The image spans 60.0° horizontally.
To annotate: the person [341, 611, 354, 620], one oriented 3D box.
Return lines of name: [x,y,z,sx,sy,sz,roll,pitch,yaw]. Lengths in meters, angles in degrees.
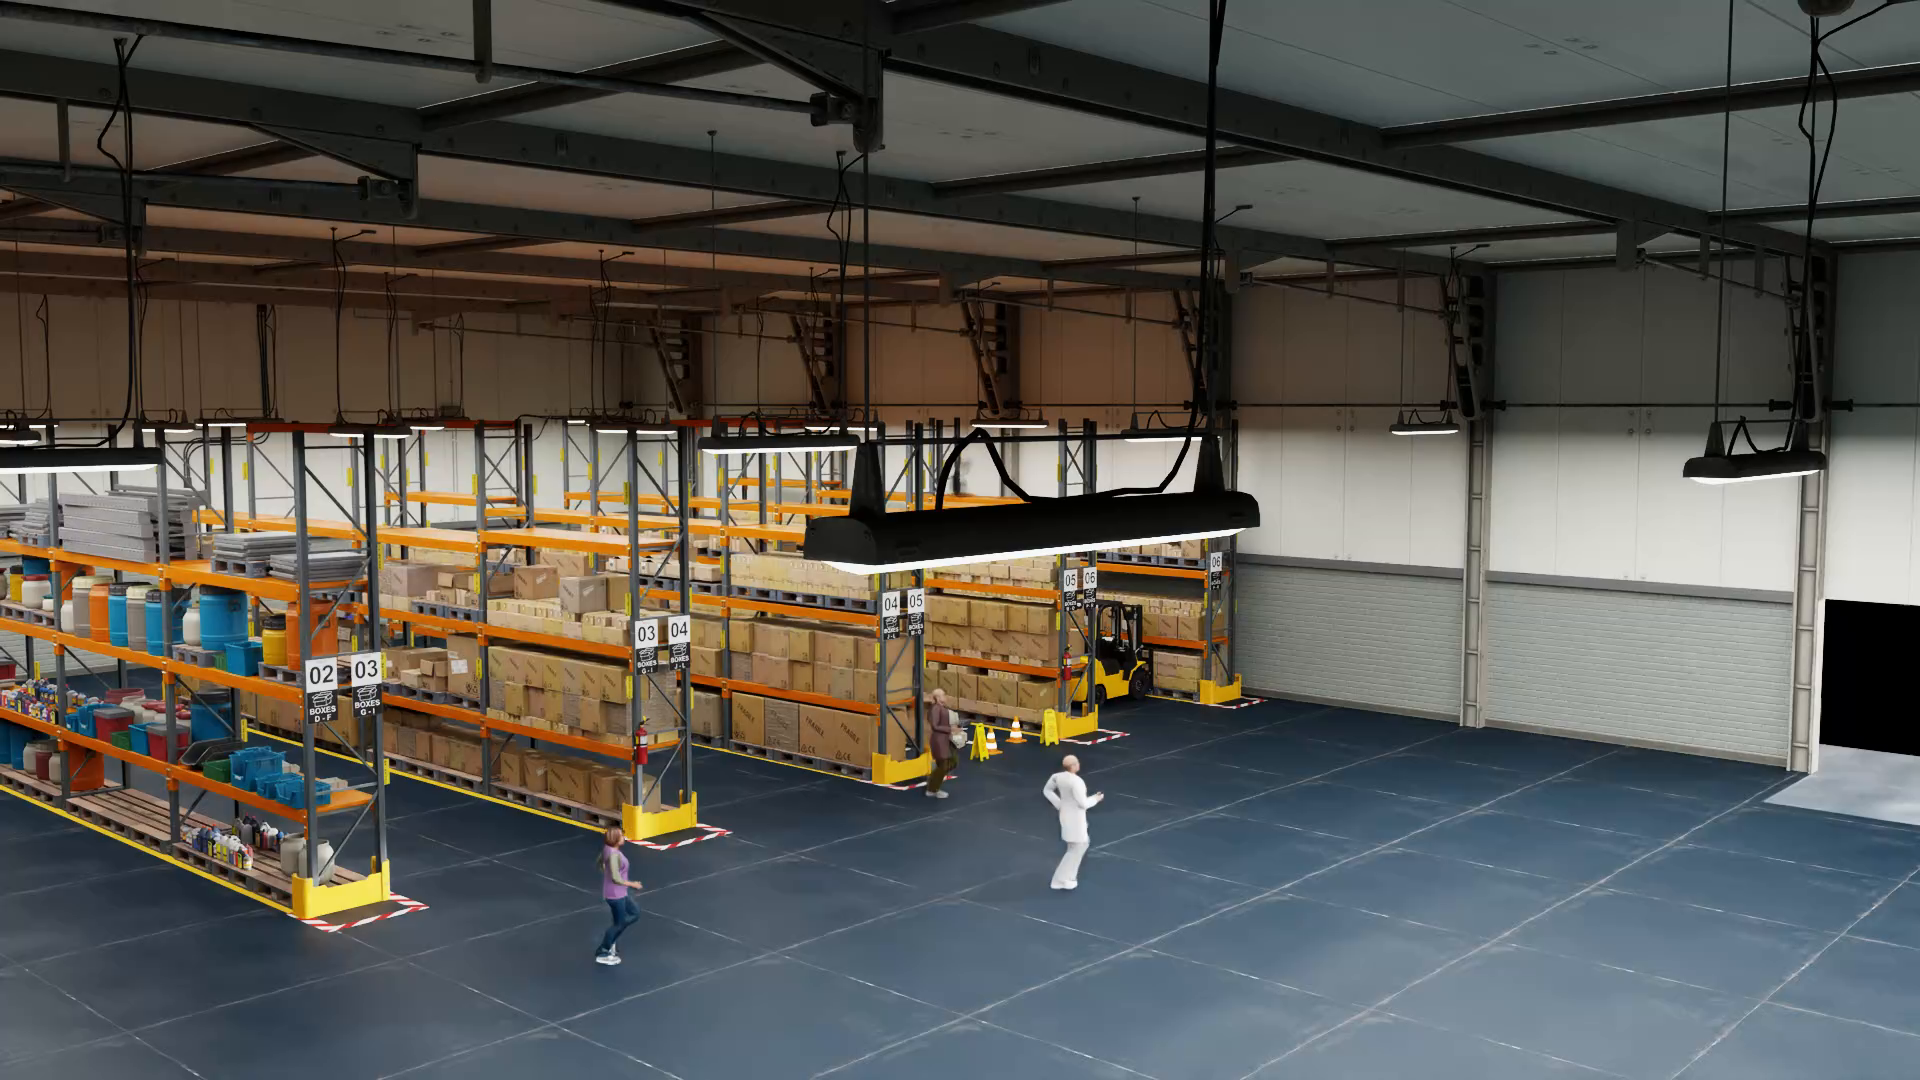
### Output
person: [-14.342,2.352,38.806,0.667,1.656,0.839,2,5,27]

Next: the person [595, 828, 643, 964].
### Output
person: [-3.875,4.011,18.842,0.540,1.558,0.553,-1,5,-17]

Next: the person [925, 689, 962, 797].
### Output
person: [-0.262,3.268,26.819,0.631,1.752,0.731,1,5,7]

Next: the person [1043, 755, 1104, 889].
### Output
person: [1.499,3.686,21.664,0.734,1.805,0.687,-2,5,-23]
